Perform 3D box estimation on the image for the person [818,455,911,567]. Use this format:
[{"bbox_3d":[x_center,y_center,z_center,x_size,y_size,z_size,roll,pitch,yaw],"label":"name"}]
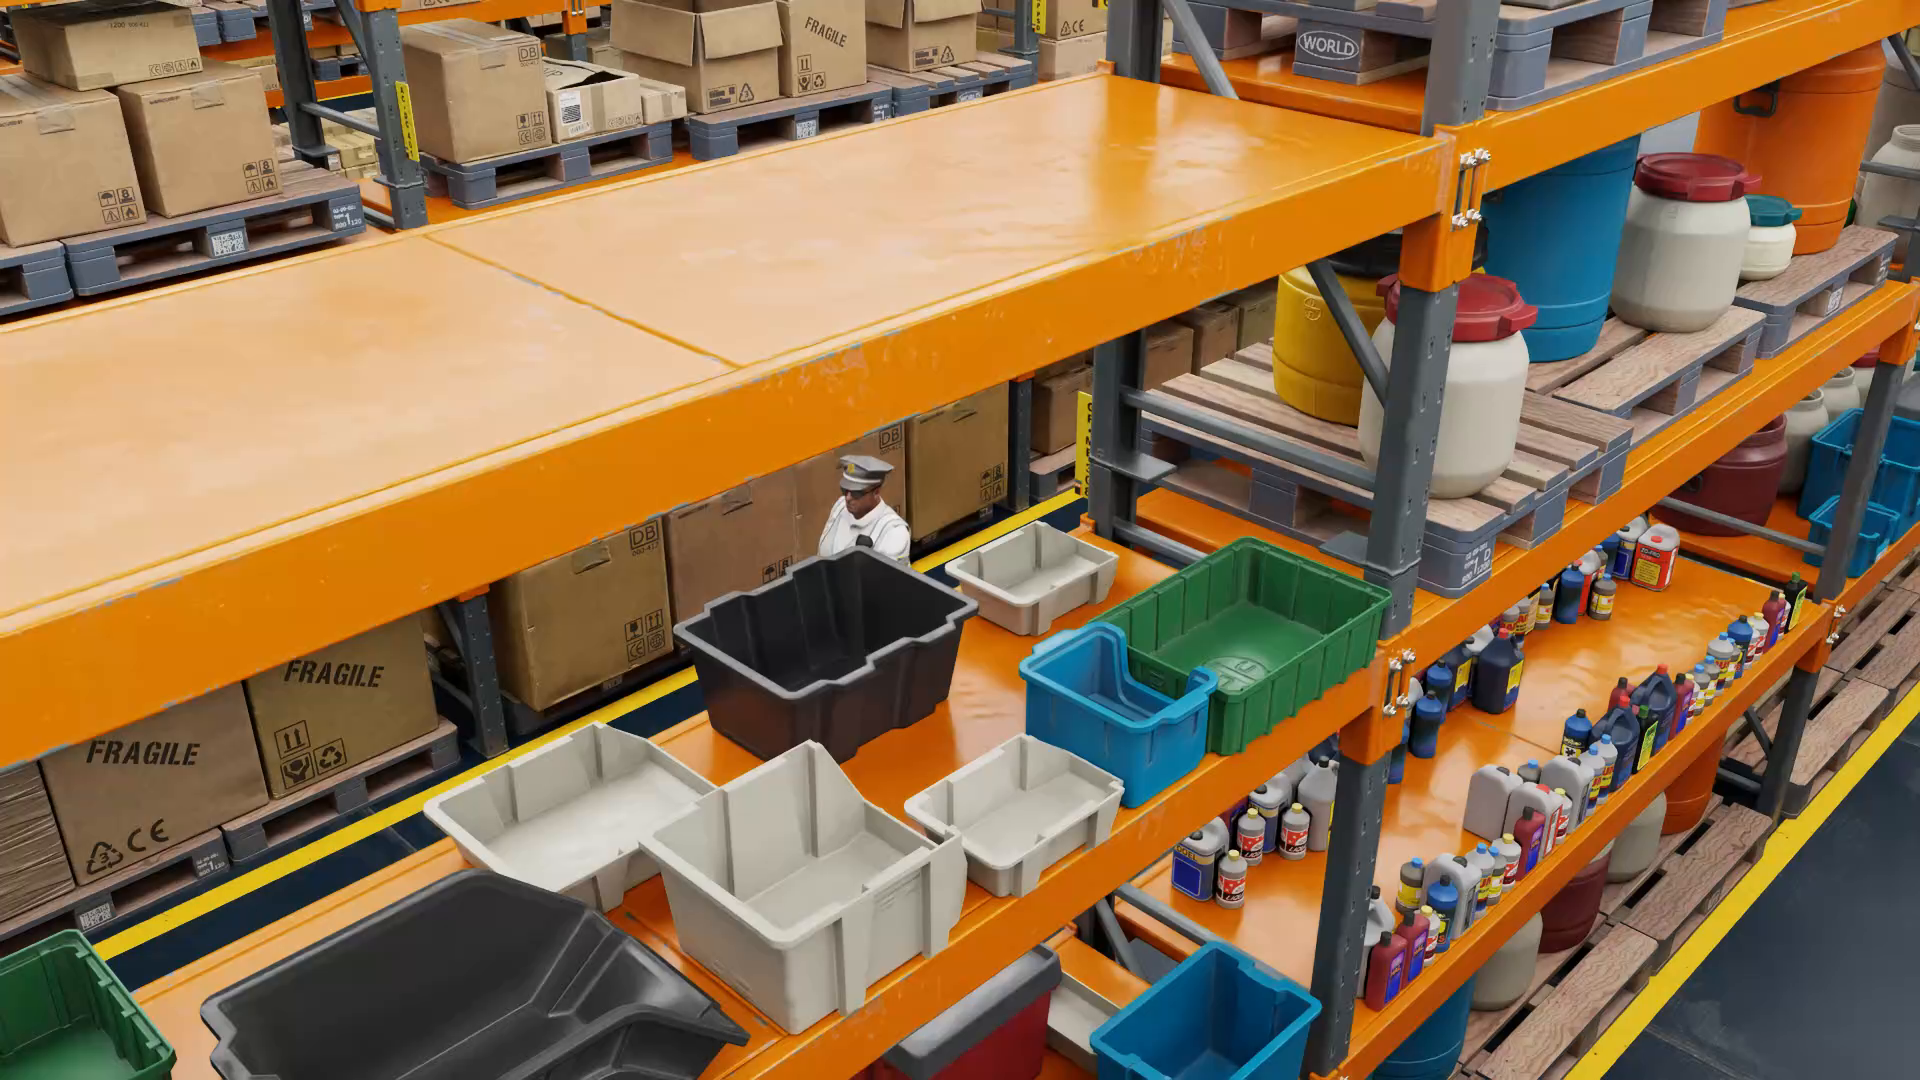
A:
[{"bbox_3d":[-0.479,0.411,8.152,0.391,1.799,0.528,-24,36,-38],"label":"person"}]
